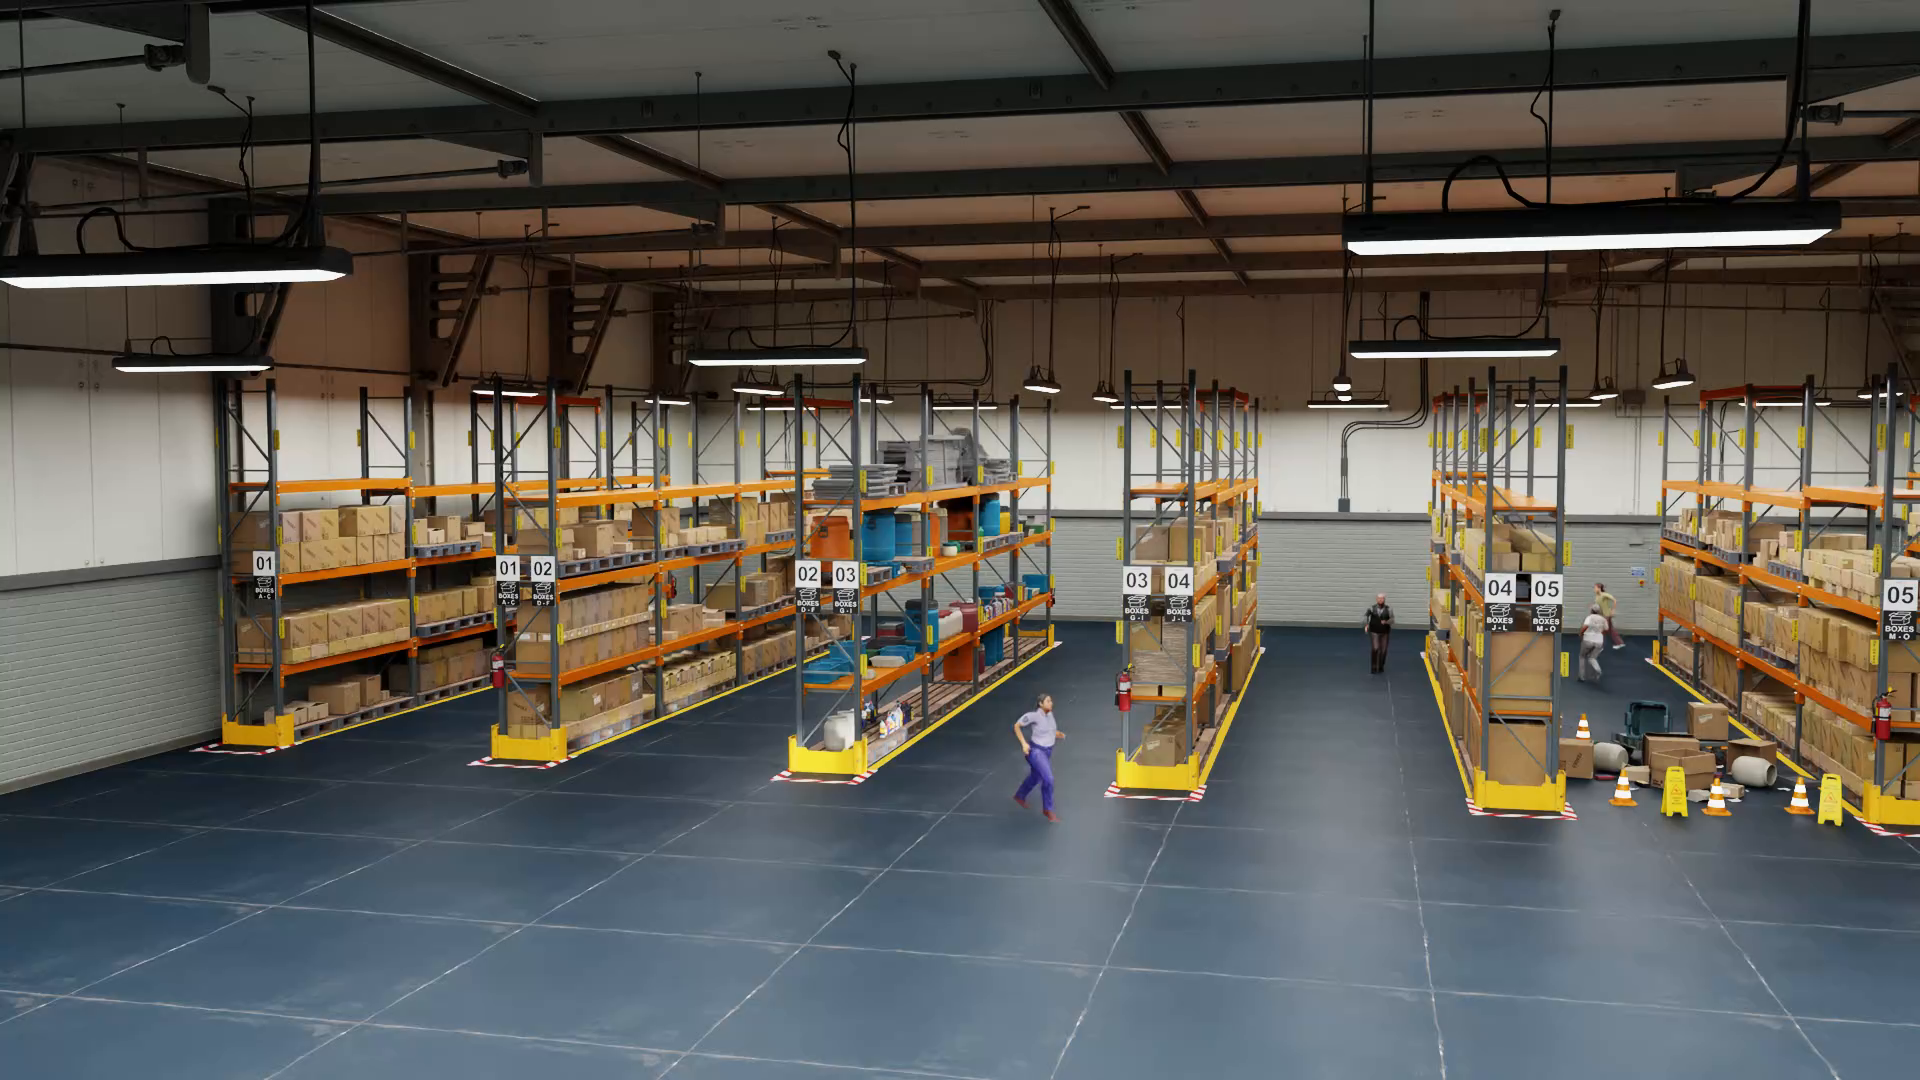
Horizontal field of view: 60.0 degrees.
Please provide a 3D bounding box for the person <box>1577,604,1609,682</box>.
[{"bbox_3d":[13.109,2.142,34.355,0.637,1.637,0.788,0,3,-7],"label":"person"}]

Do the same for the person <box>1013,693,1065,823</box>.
[{"bbox_3d":[1.002,2.866,22.032,0.864,1.696,0.637,3,4,37],"label":"person"}]

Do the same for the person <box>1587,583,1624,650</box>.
[{"bbox_3d":[15.290,1.829,39.327,0.936,1.639,0.589,0,3,-2],"label":"person"}]

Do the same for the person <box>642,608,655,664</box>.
[{"bbox_3d":[-6.578,2.139,34.764,0.725,1.566,0.944,0,3,-6],"label":"person"}]

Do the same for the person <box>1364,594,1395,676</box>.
[{"bbox_3d":[8.948,2.021,35.441,0.616,1.748,0.726,0,3,7],"label":"person"}]
